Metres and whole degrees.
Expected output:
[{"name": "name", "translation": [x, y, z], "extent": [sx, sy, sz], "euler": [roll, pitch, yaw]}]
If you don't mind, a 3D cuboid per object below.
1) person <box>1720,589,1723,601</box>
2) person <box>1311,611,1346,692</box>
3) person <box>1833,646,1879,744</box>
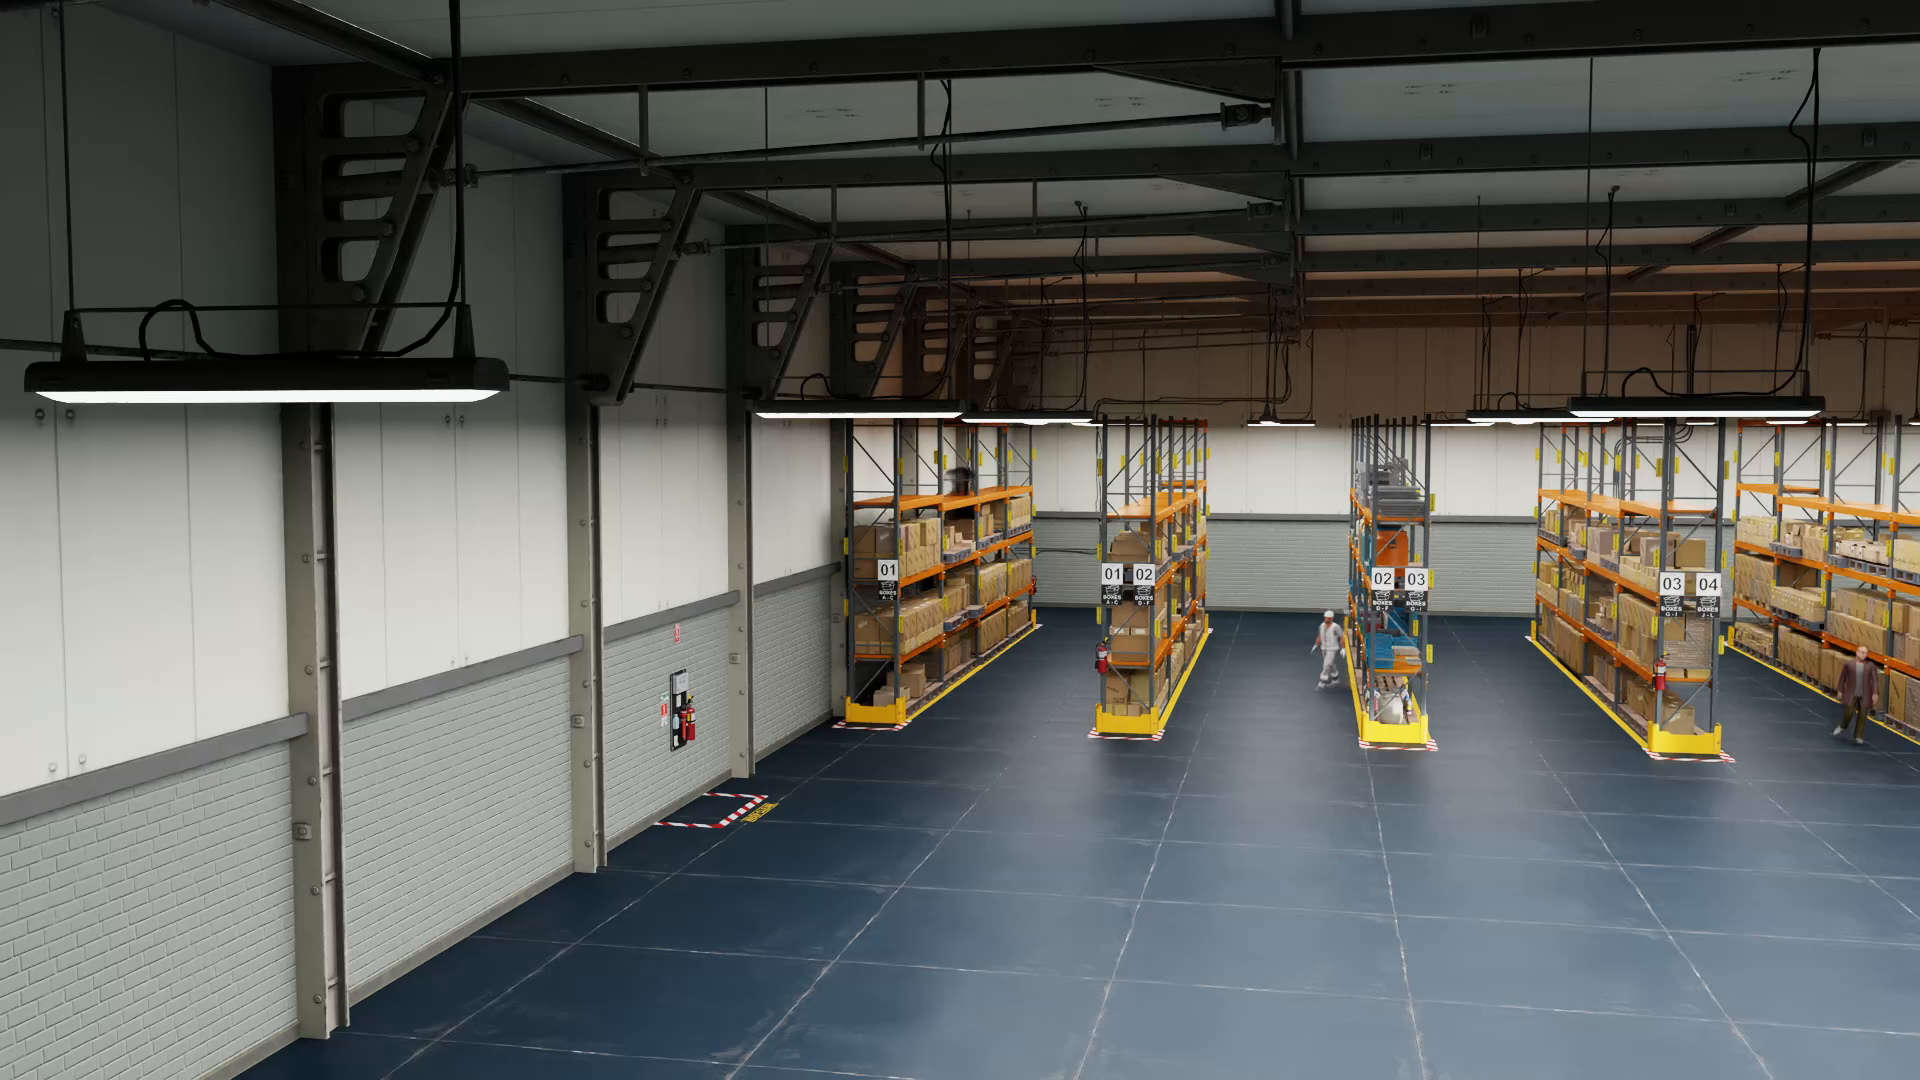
[{"name": "person", "translation": [20.701, 1.877, 45.595], "extent": [0.694, 1.712, 0.591], "euler": [-3, 5, -36]}, {"name": "person", "translation": [7.987, 2.395, 36.086], "extent": [0.932, 1.746, 0.743], "euler": [-3, 5, -39]}, {"name": "person", "translation": [16.345, 2.809, 30.319], "extent": [0.700, 1.769, 0.622], "euler": [2, 4, 23]}]
